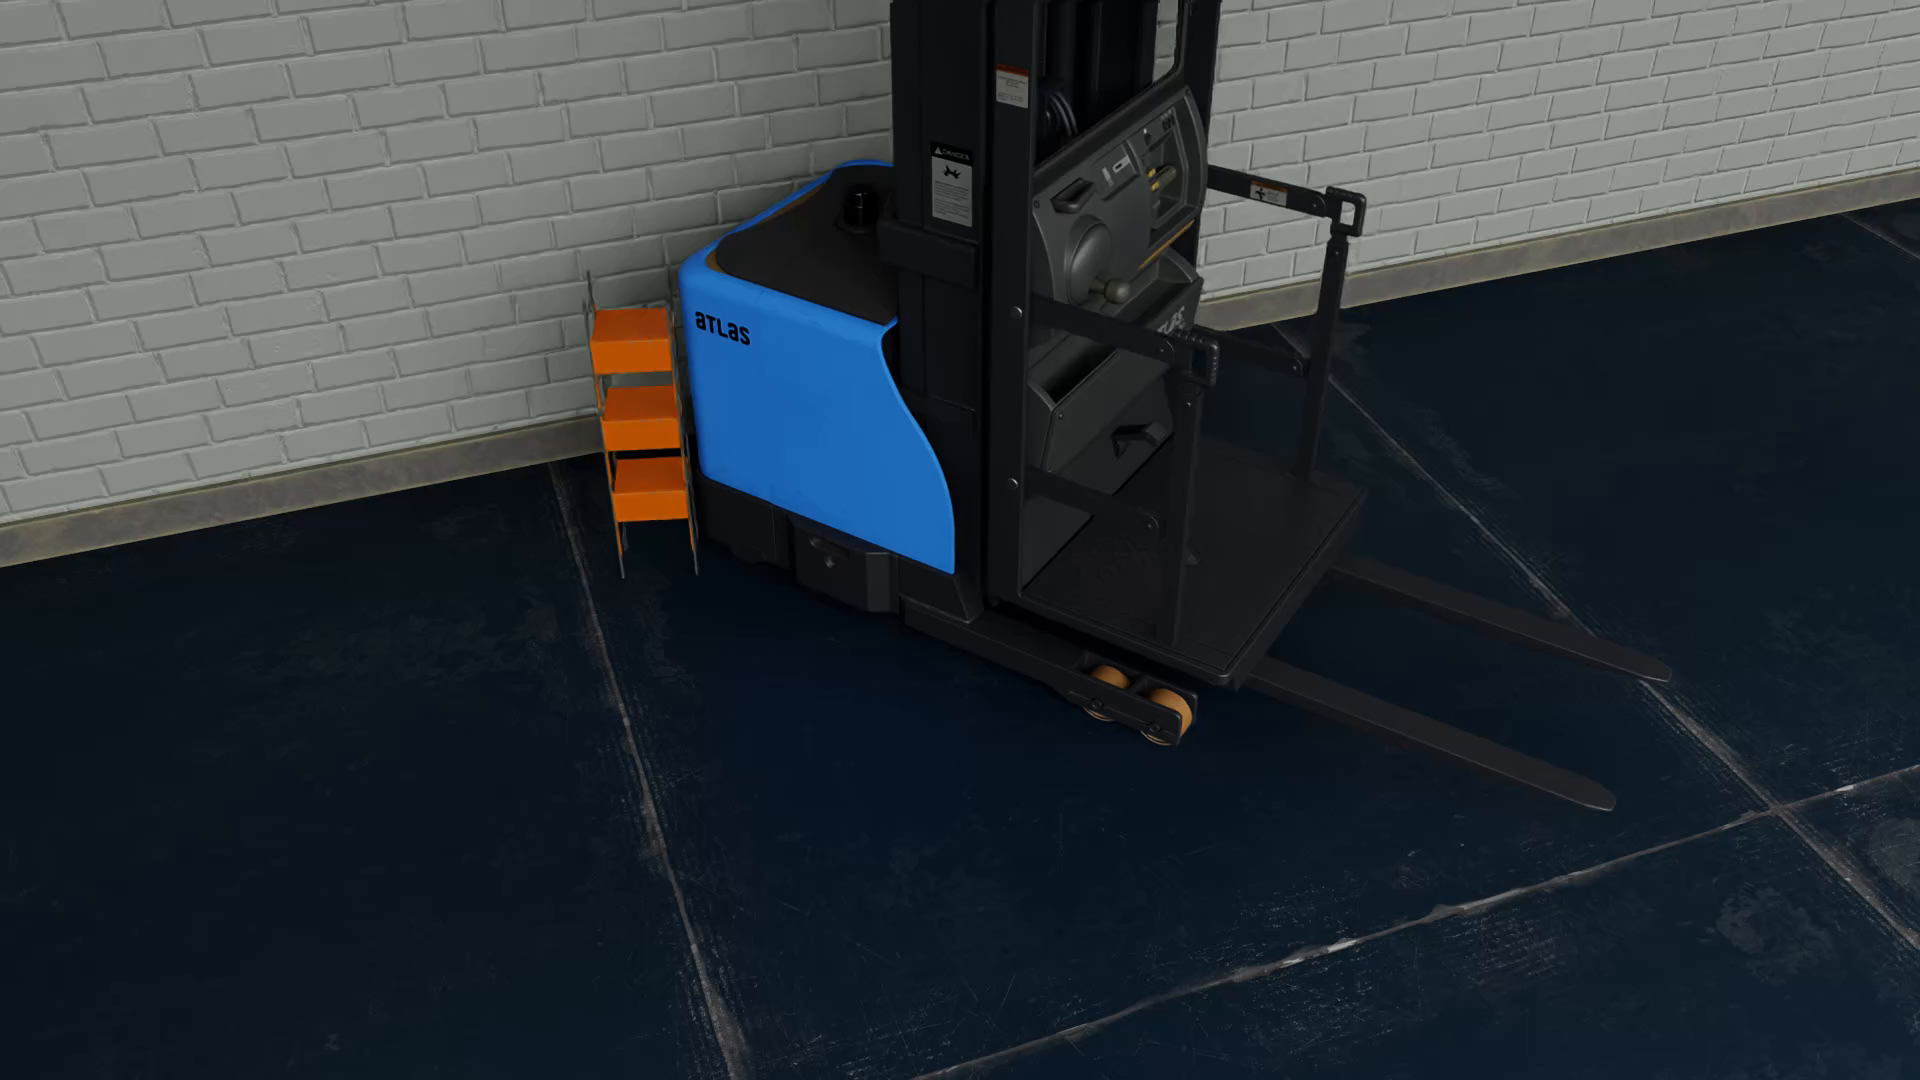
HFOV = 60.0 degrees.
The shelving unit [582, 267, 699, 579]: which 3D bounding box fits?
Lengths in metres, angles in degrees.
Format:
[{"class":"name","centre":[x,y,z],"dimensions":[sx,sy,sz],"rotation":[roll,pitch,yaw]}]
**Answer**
[{"class":"shelving unit","centre":[-1.013,-0.355,5.347],"dimensions":[0.252,1.050,0.215],"rotation":[-3,37,-5]}]

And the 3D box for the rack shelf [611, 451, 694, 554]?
[{"class":"rack shelf","centre":[-1.015,-0.125,5.520],"dimensions":[0.240,0.259,0.215],"rotation":[-3,37,-5]}]

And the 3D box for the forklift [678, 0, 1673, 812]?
[{"class":"forklift","centre":[0.633,-0.929,4.547],"dimensions":[3.031,2.935,1.130],"rotation":[21,42,25]}]

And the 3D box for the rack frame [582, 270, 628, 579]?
[{"class":"rack frame","centre":[-1.134,-0.348,5.336],"dimensions":[0.008,1.050,0.200],"rotation":[-3,37,-5]}]

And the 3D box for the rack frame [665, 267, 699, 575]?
[{"class":"rack frame","centre":[-0.892,-0.362,5.358],"dimensions":[0.008,1.050,0.200],"rotation":[-3,37,-5]}]

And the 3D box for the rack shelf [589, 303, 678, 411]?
[{"class":"rack shelf","centre":[-1.011,-0.573,5.183],"dimensions":[0.240,0.259,0.215],"rotation":[-3,37,-5]}]

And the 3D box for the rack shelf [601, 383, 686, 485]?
[{"class":"rack shelf","centre":[-1.013,-0.347,5.353],"dimensions":[0.240,0.259,0.215],"rotation":[-3,37,-5]}]
